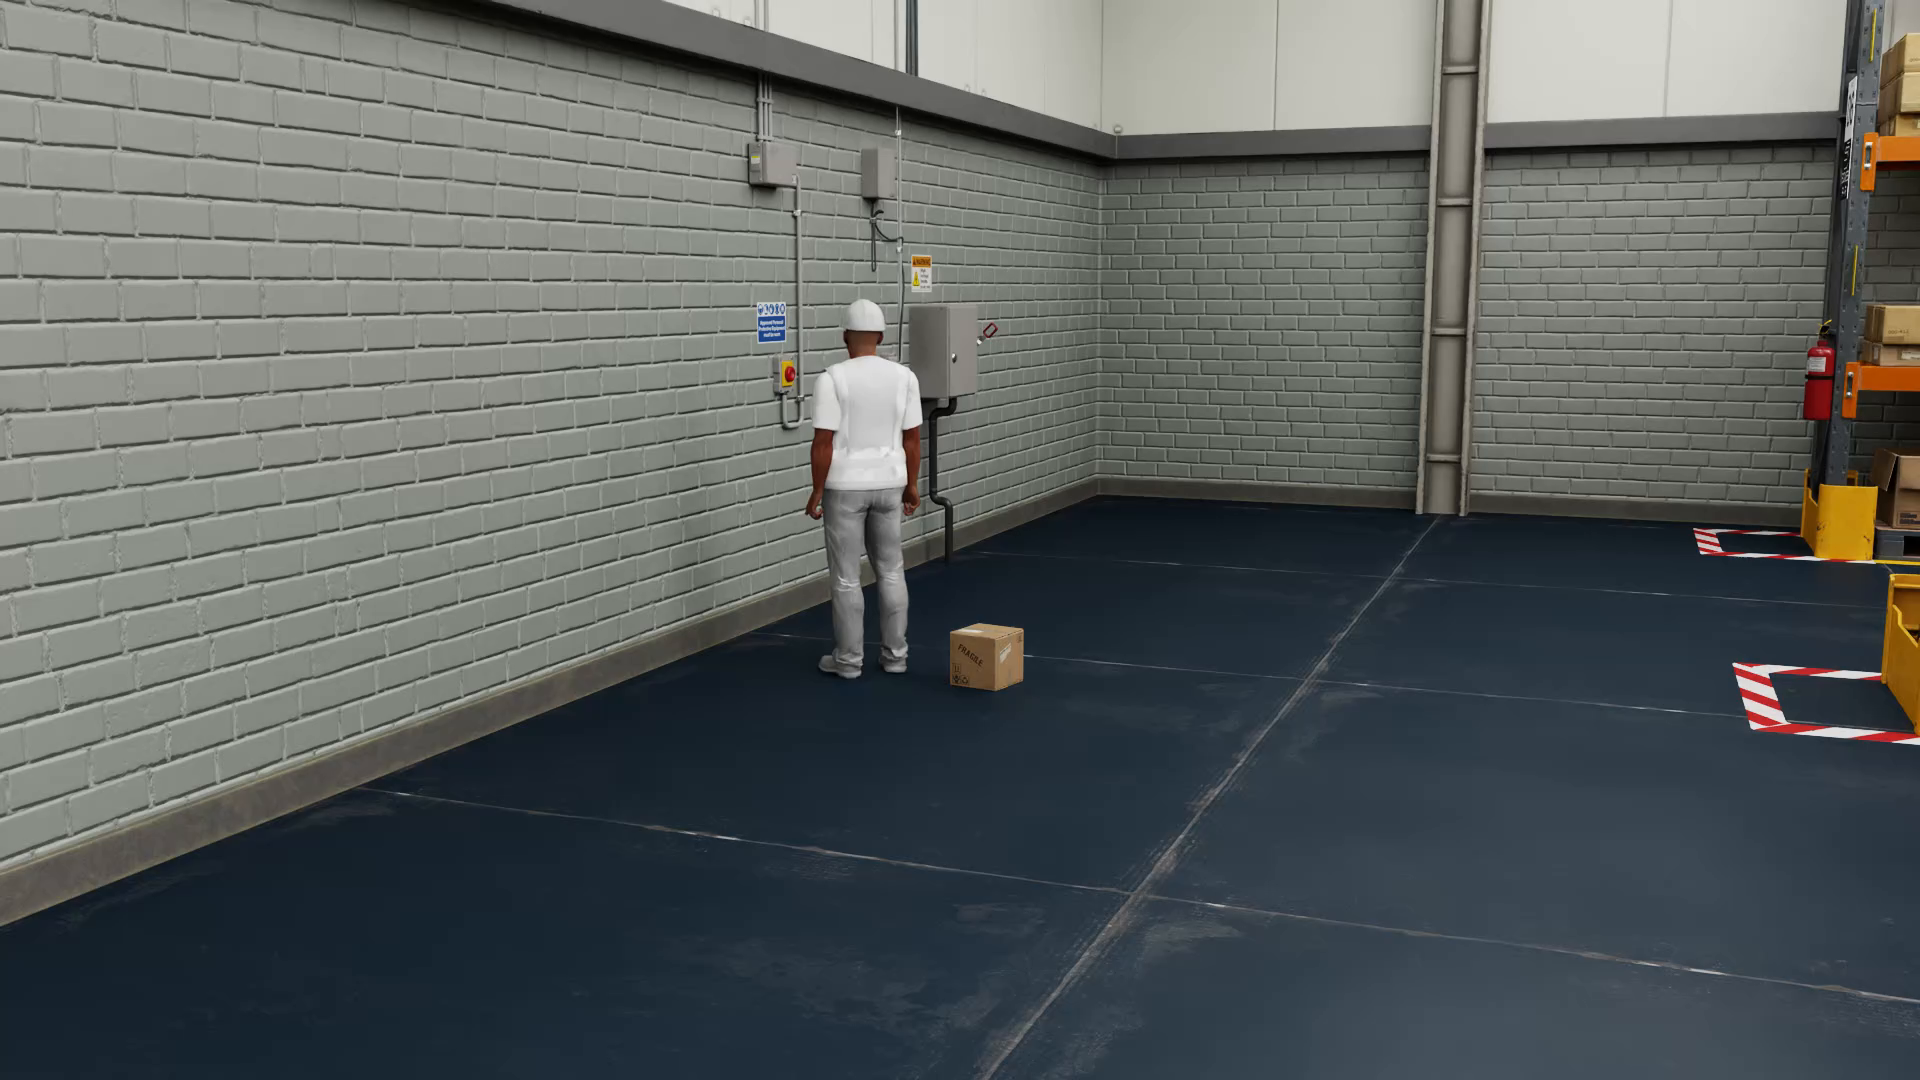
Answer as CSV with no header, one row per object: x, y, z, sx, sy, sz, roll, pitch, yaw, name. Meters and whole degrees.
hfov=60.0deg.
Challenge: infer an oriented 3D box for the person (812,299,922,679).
-0.462,-0.242,7.847,0.551,1.771,0.369,-4,10,-25,person
